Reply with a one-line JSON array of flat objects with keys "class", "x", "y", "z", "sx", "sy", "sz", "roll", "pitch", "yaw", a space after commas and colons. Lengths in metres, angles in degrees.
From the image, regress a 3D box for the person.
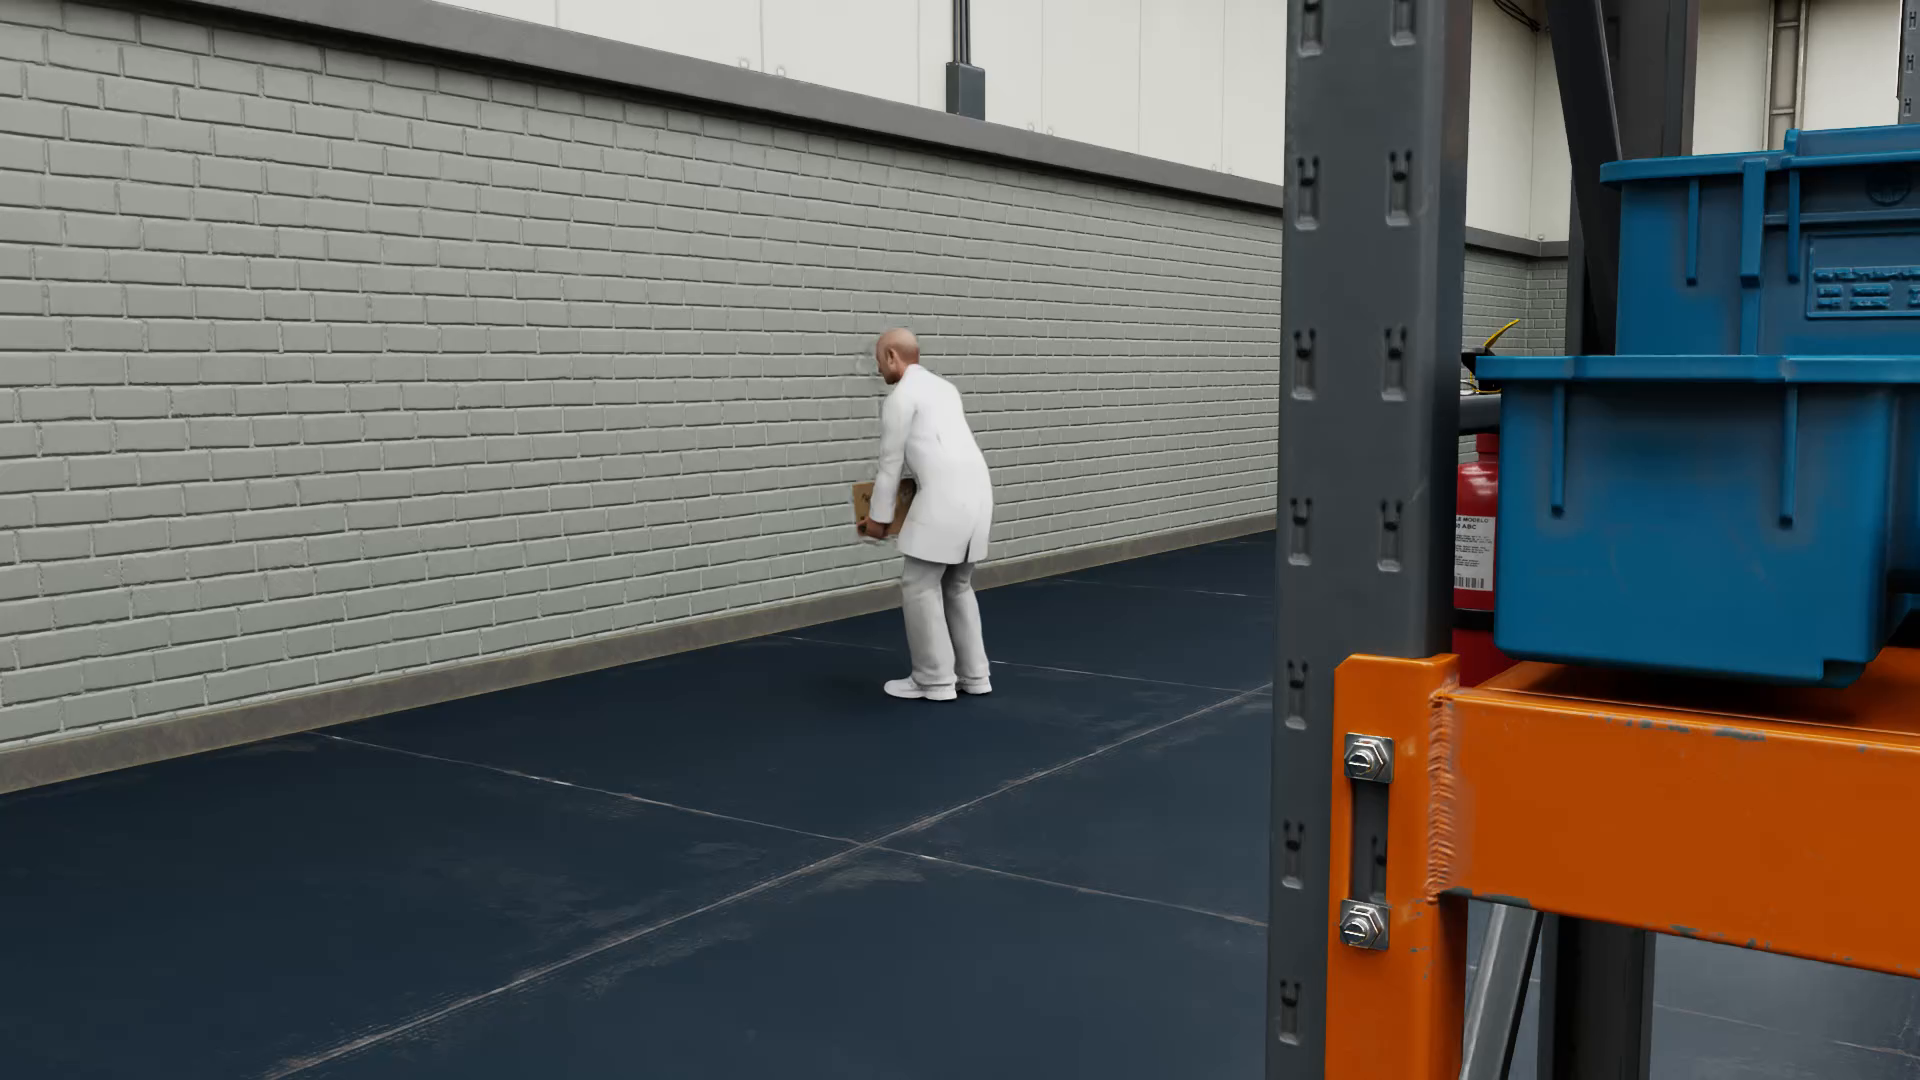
[{"class": "person", "x": -0.151, "y": -0.127, "z": 7.751, "sx": 0.614, "sy": 1.717, "sz": 0.530, "roll": 4, "pitch": 7, "yaw": 32}]
